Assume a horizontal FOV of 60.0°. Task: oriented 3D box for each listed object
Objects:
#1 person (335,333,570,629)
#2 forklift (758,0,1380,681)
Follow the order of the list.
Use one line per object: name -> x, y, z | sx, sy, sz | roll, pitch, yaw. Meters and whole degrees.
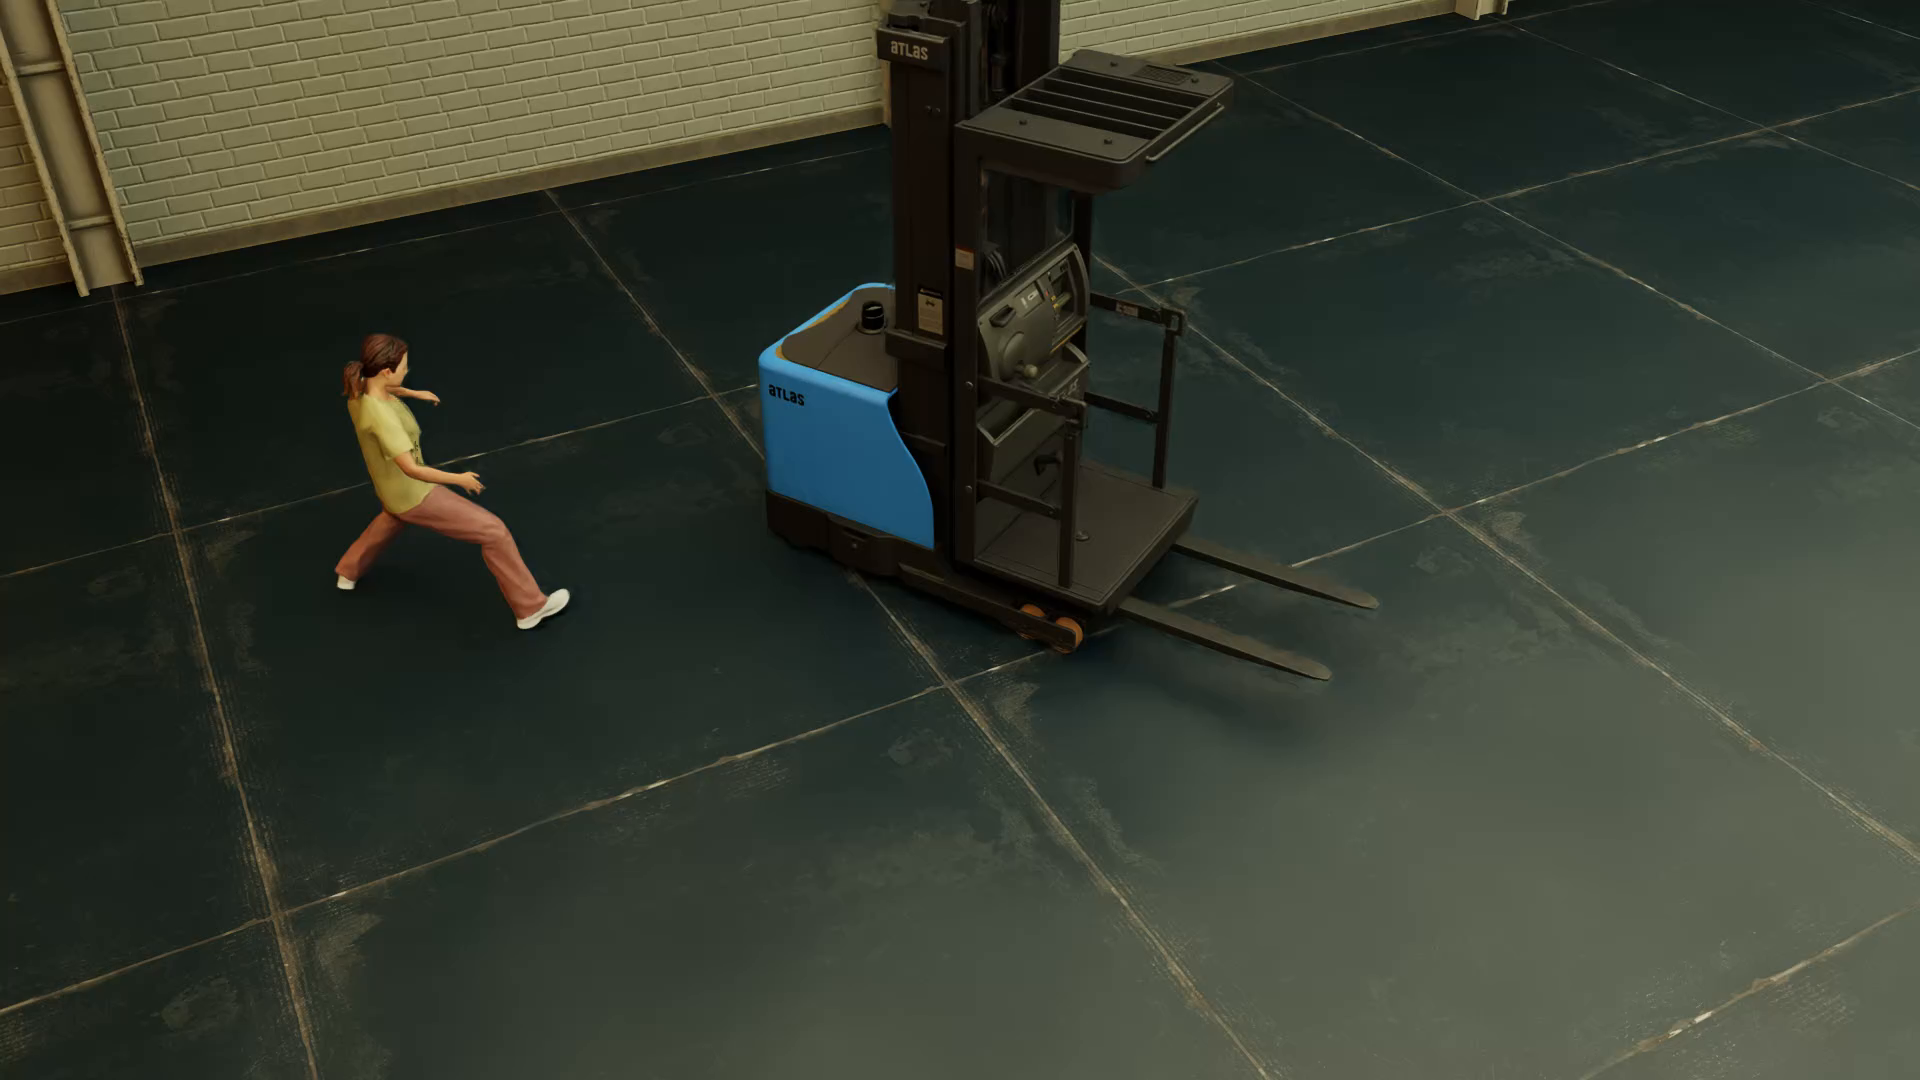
person -> -2.533, -0.328, 7.861 | 0.953, 1.519, 1.025 | -20, 40, -26
forklift -> 0.521, -1.013, 7.556 | 3.031, 2.935, 1.130 | 19, 40, 25
